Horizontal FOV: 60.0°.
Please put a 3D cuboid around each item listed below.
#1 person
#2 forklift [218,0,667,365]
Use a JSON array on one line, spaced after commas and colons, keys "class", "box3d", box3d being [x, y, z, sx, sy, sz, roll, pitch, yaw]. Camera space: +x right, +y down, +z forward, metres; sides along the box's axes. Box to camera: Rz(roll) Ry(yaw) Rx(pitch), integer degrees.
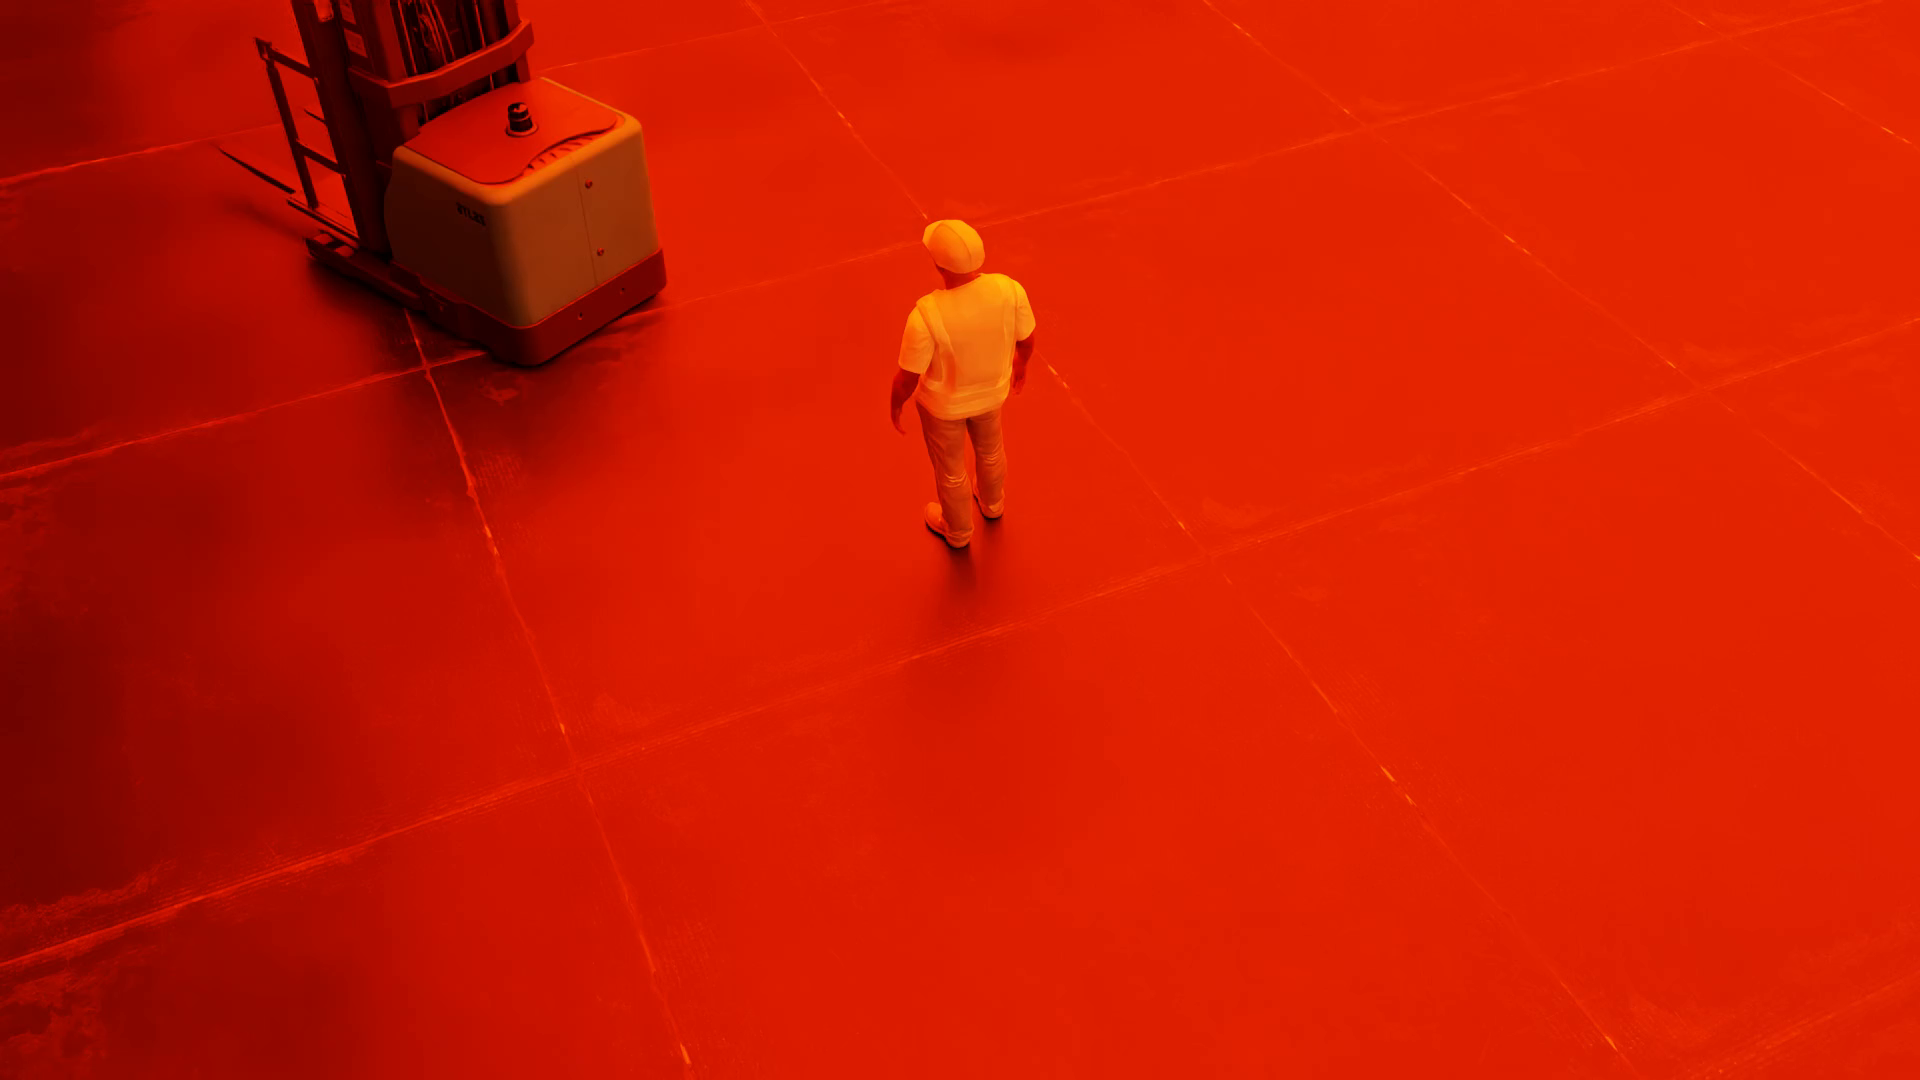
[{"class": "person", "box3d": [-0.023, -0.696, 7.269, 0.665, 1.765, 0.577, -18, 46, -18]}, {"class": "forklift", "box3d": [-3.098, -2.826, 8.708, 3.031, 2.935, 1.130, 29, 50, 27]}]
